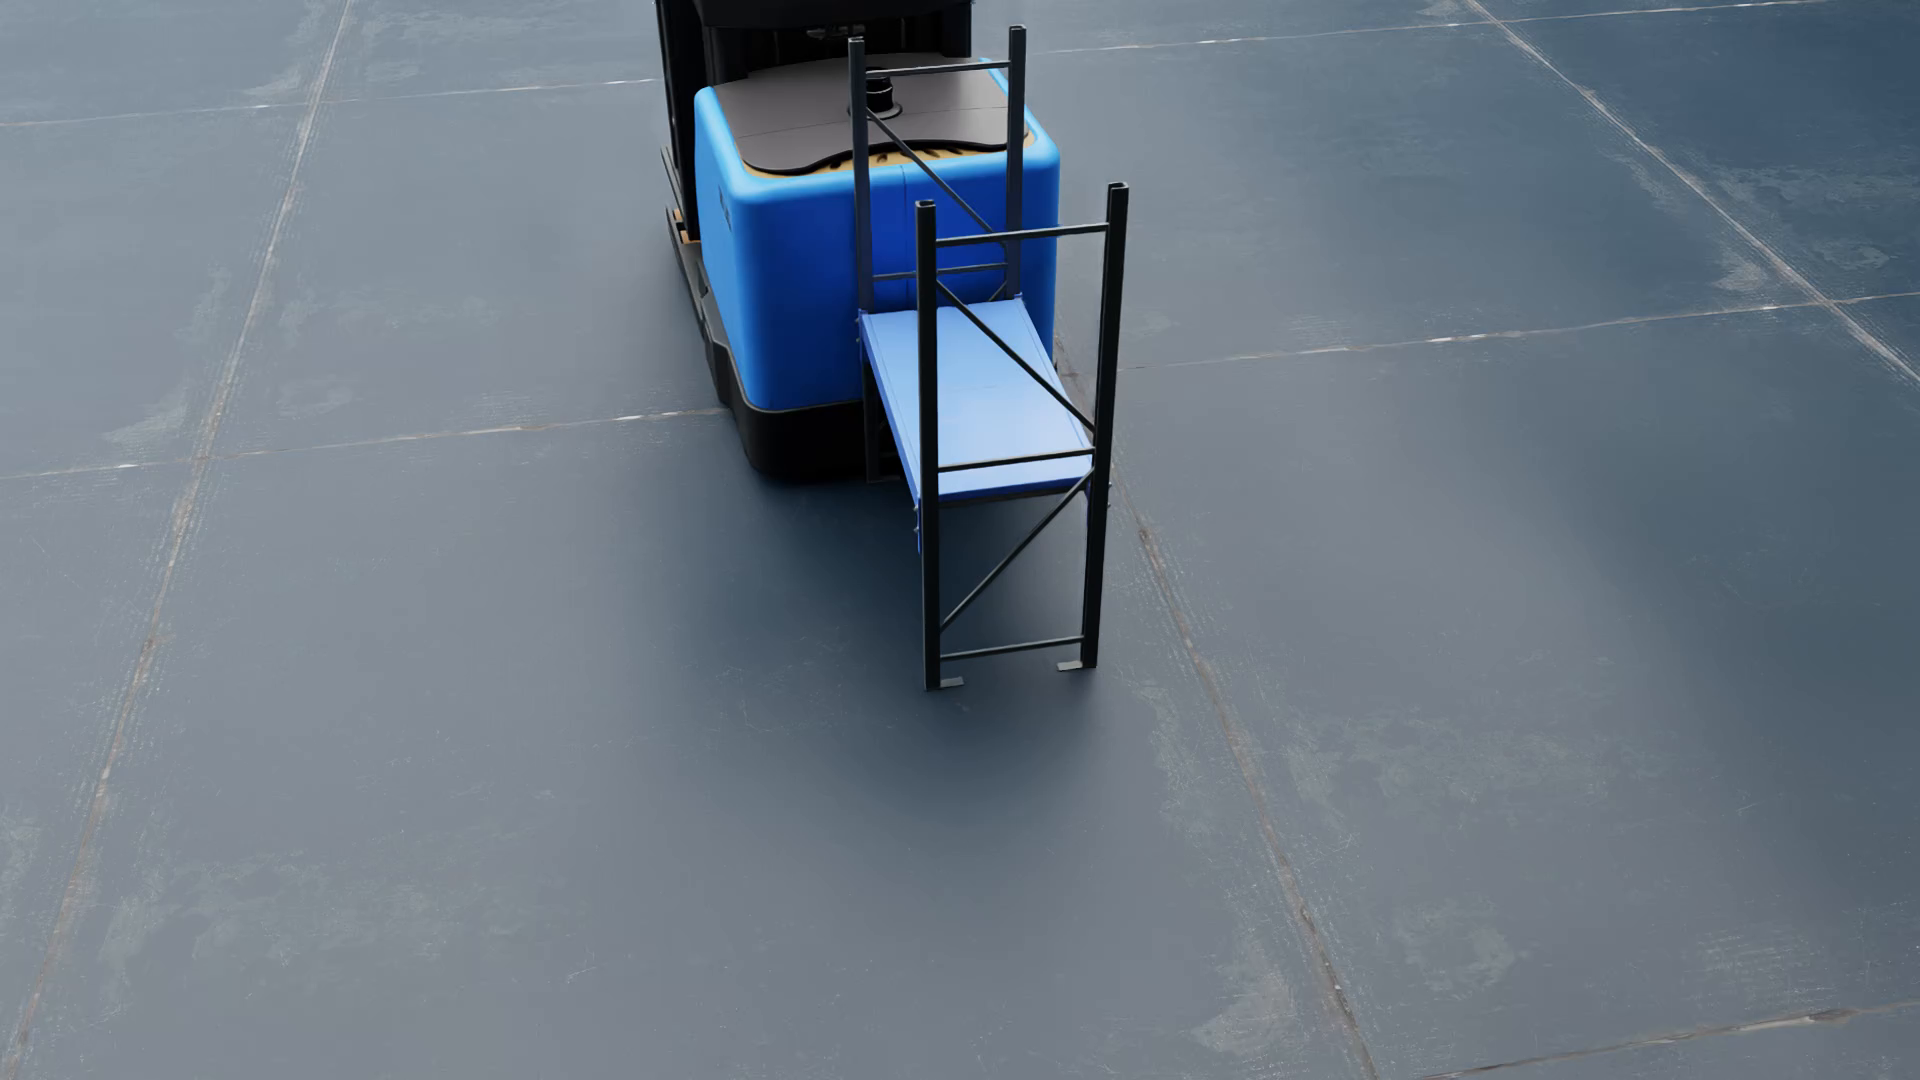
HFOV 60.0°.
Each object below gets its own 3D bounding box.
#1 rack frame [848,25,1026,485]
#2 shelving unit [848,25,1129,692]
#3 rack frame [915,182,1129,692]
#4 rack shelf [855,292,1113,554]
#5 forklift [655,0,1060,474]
[{"bbox_3d":[-0.063,-0.814,5.076,0.500,1.500,0.032,-7,38,-9],"label":"rack frame"},{"bbox_3d":[0.041,-0.509,4.683,0.538,1.500,1.048,-7,38,-9],"label":"shelving unit"},{"bbox_3d":[0.145,-0.204,4.290,0.500,1.500,0.032,-7,38,-9],"label":"rack frame"},{"bbox_3d":[0.041,-0.367,4.793,0.538,0.185,1.000,-7,38,-9],"label":"rack shelf"},{"bbox_3d":[-0.563,-2.280,5.796,1.130,2.935,3.031,-10,39,-12],"label":"forklift"}]
